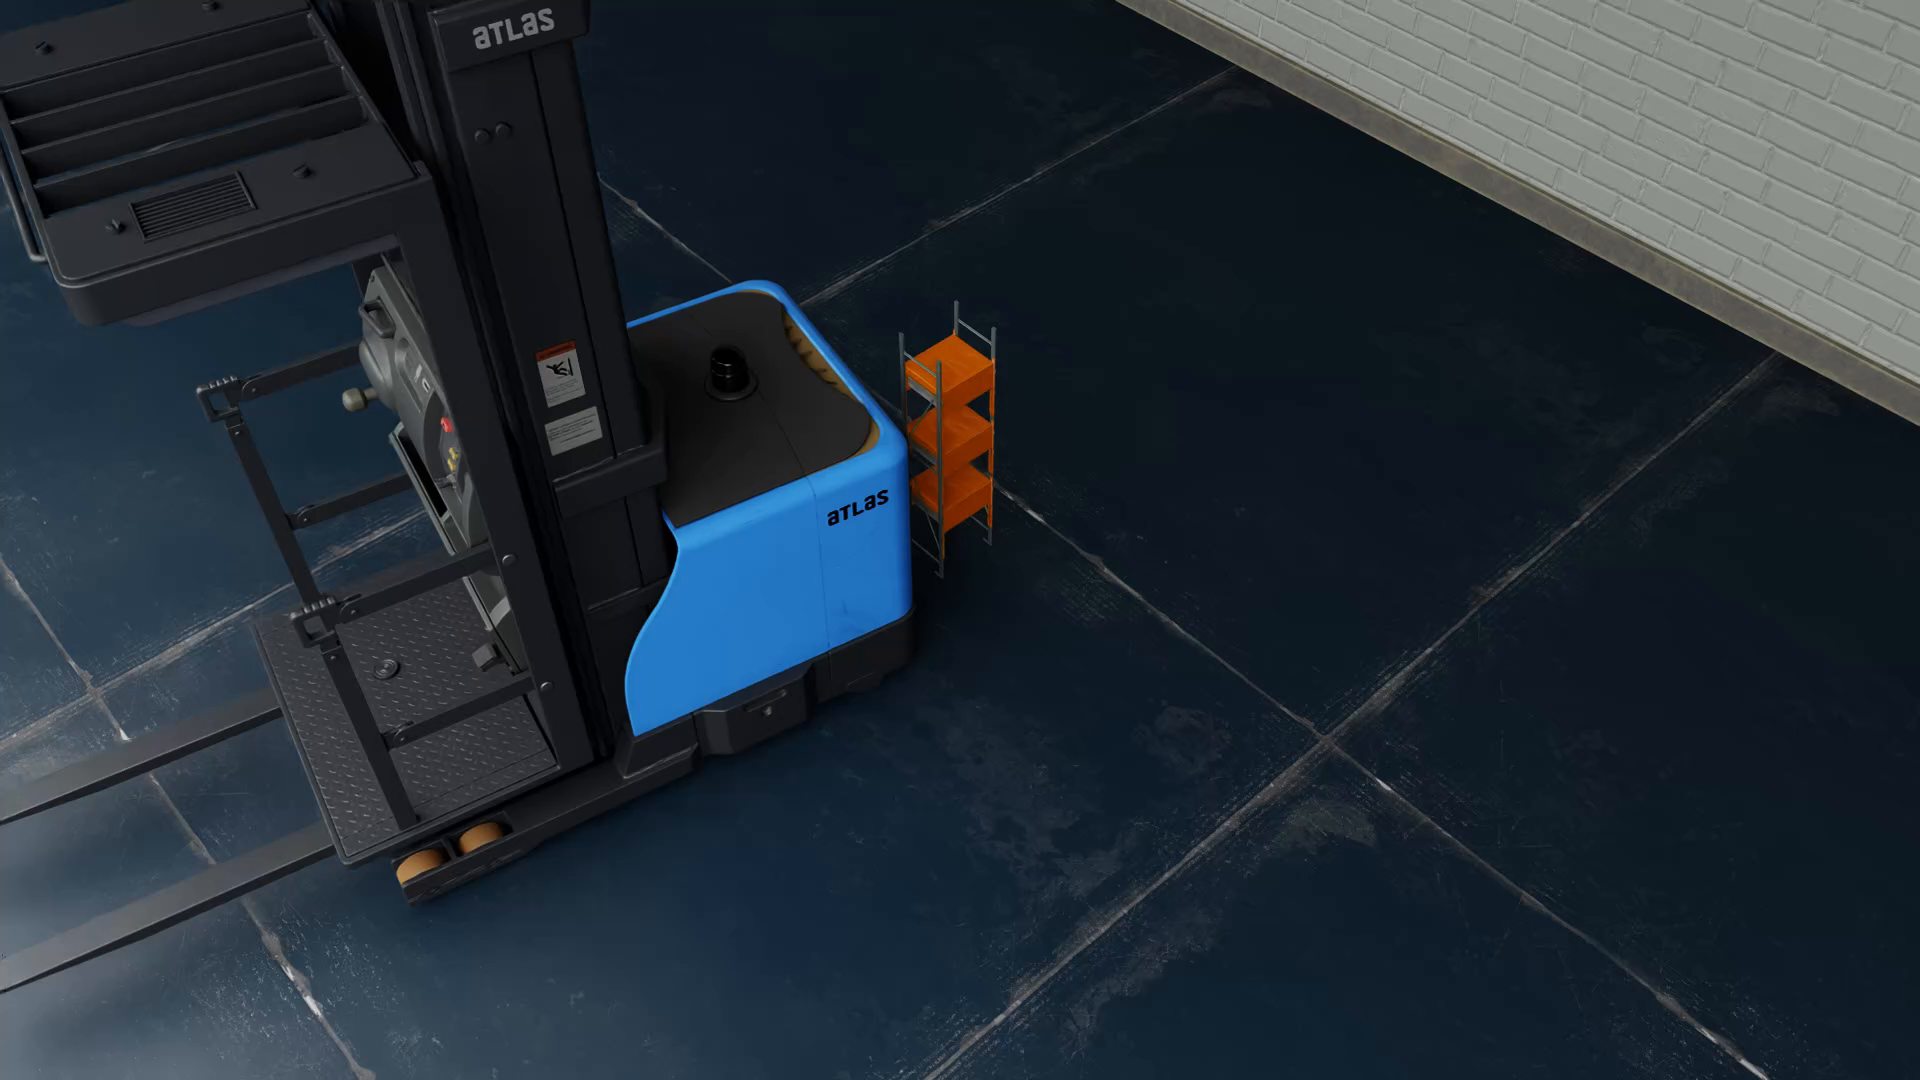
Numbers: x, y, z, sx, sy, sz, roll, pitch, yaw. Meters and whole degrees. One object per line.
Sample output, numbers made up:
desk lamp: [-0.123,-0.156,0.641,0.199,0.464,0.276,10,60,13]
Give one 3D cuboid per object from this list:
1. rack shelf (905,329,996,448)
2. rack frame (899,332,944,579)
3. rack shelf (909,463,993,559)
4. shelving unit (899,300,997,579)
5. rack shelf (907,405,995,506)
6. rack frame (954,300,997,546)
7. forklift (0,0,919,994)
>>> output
rack shelf: [-0.040,-0.515,5.639,0.240,0.259,0.215,-34,56,-27]
rack frame: [-0.130,-0.269,5.784,0.008,1.050,0.200,-34,56,-27]
rack shelf: [-0.040,-0.134,6.052,0.240,0.259,0.215,-34,56,-27]
shelving unit: [-0.040,-0.330,5.840,0.252,1.050,0.215,-34,56,-27]
rack shelf: [-0.040,-0.322,5.848,0.240,0.259,0.215,-34,56,-27]
rack frame: [0.051,-0.390,5.895,0.008,1.050,0.200,-34,56,-27]
forklift: [-1.676,-0.315,4.546,3.031,2.935,1.130,-23,52,-20]
